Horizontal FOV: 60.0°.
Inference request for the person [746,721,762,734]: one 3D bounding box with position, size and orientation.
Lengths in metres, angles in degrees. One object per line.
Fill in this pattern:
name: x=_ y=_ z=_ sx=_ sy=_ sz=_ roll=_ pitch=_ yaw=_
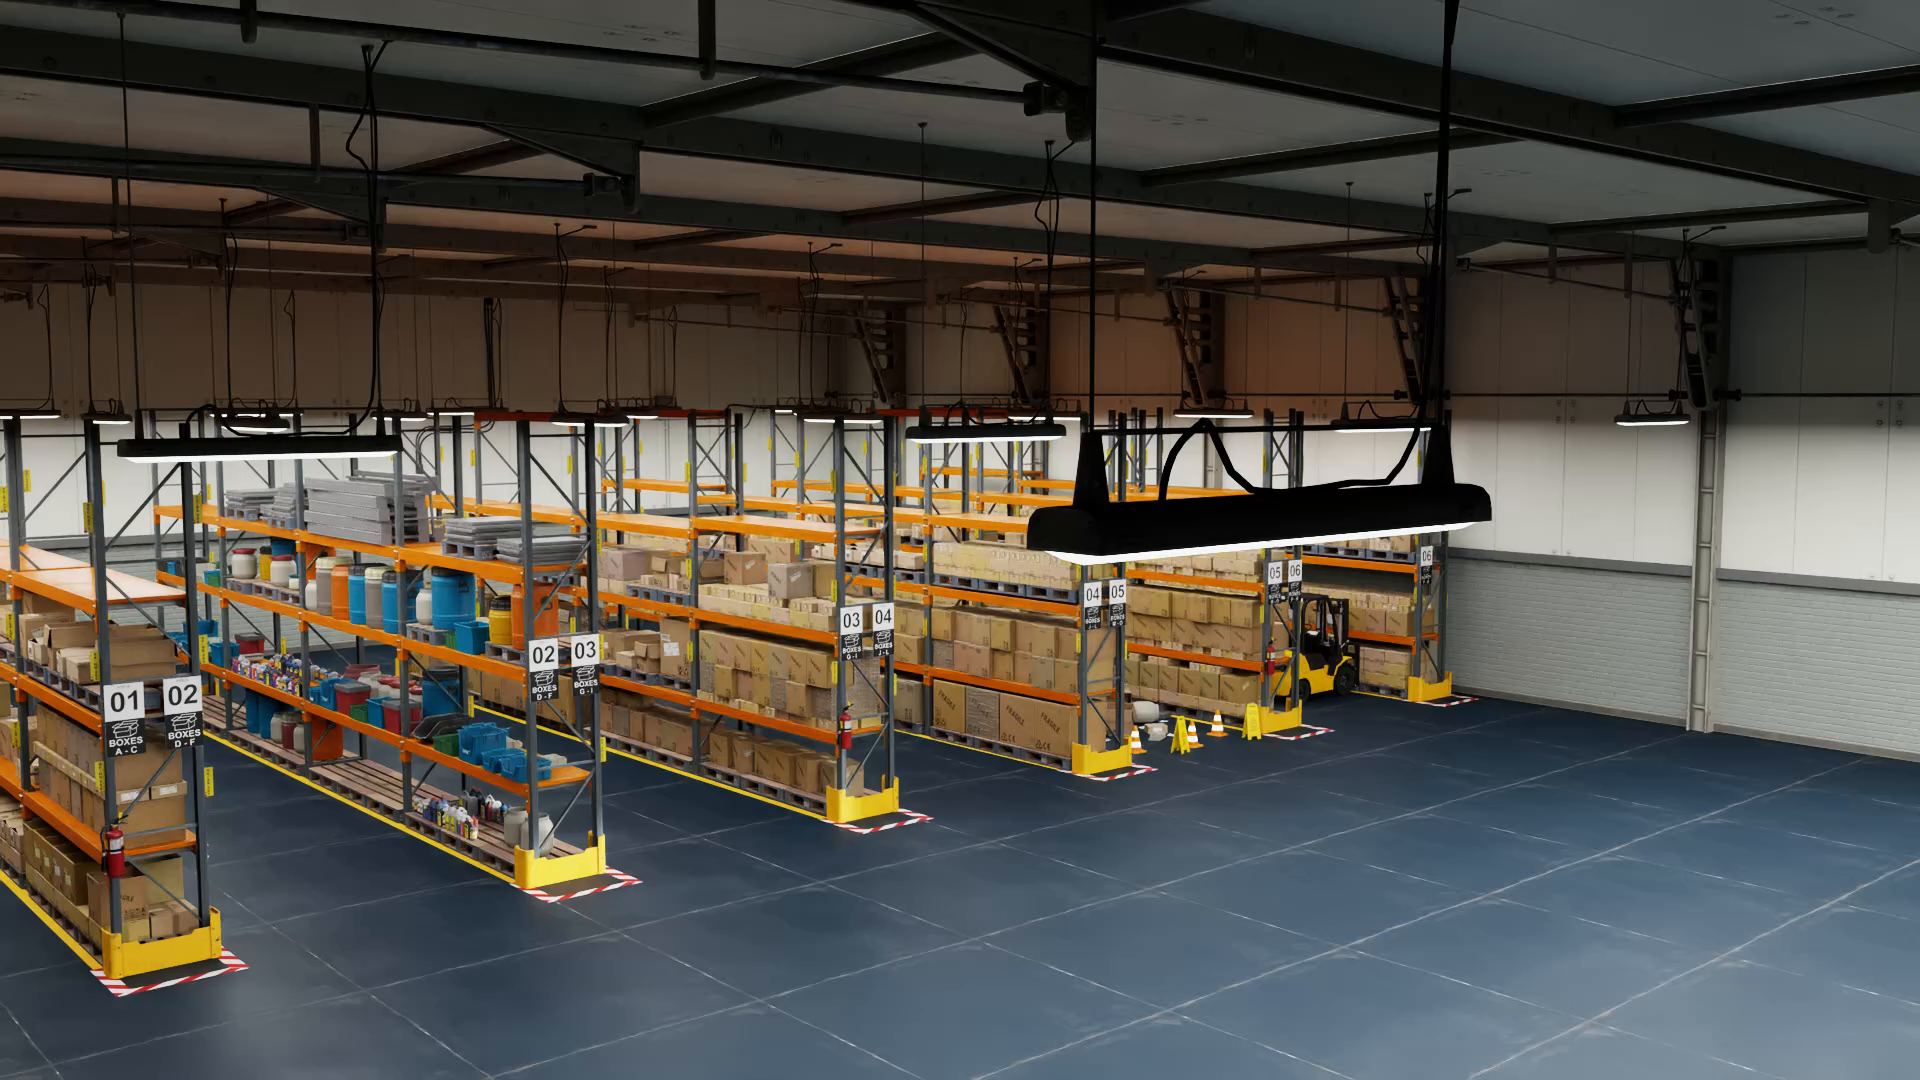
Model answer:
person: x=-3.873 y=2.714 z=31.322 sx=0.734 sy=1.813 sz=0.602 roll=5 pitch=7 yaw=43
